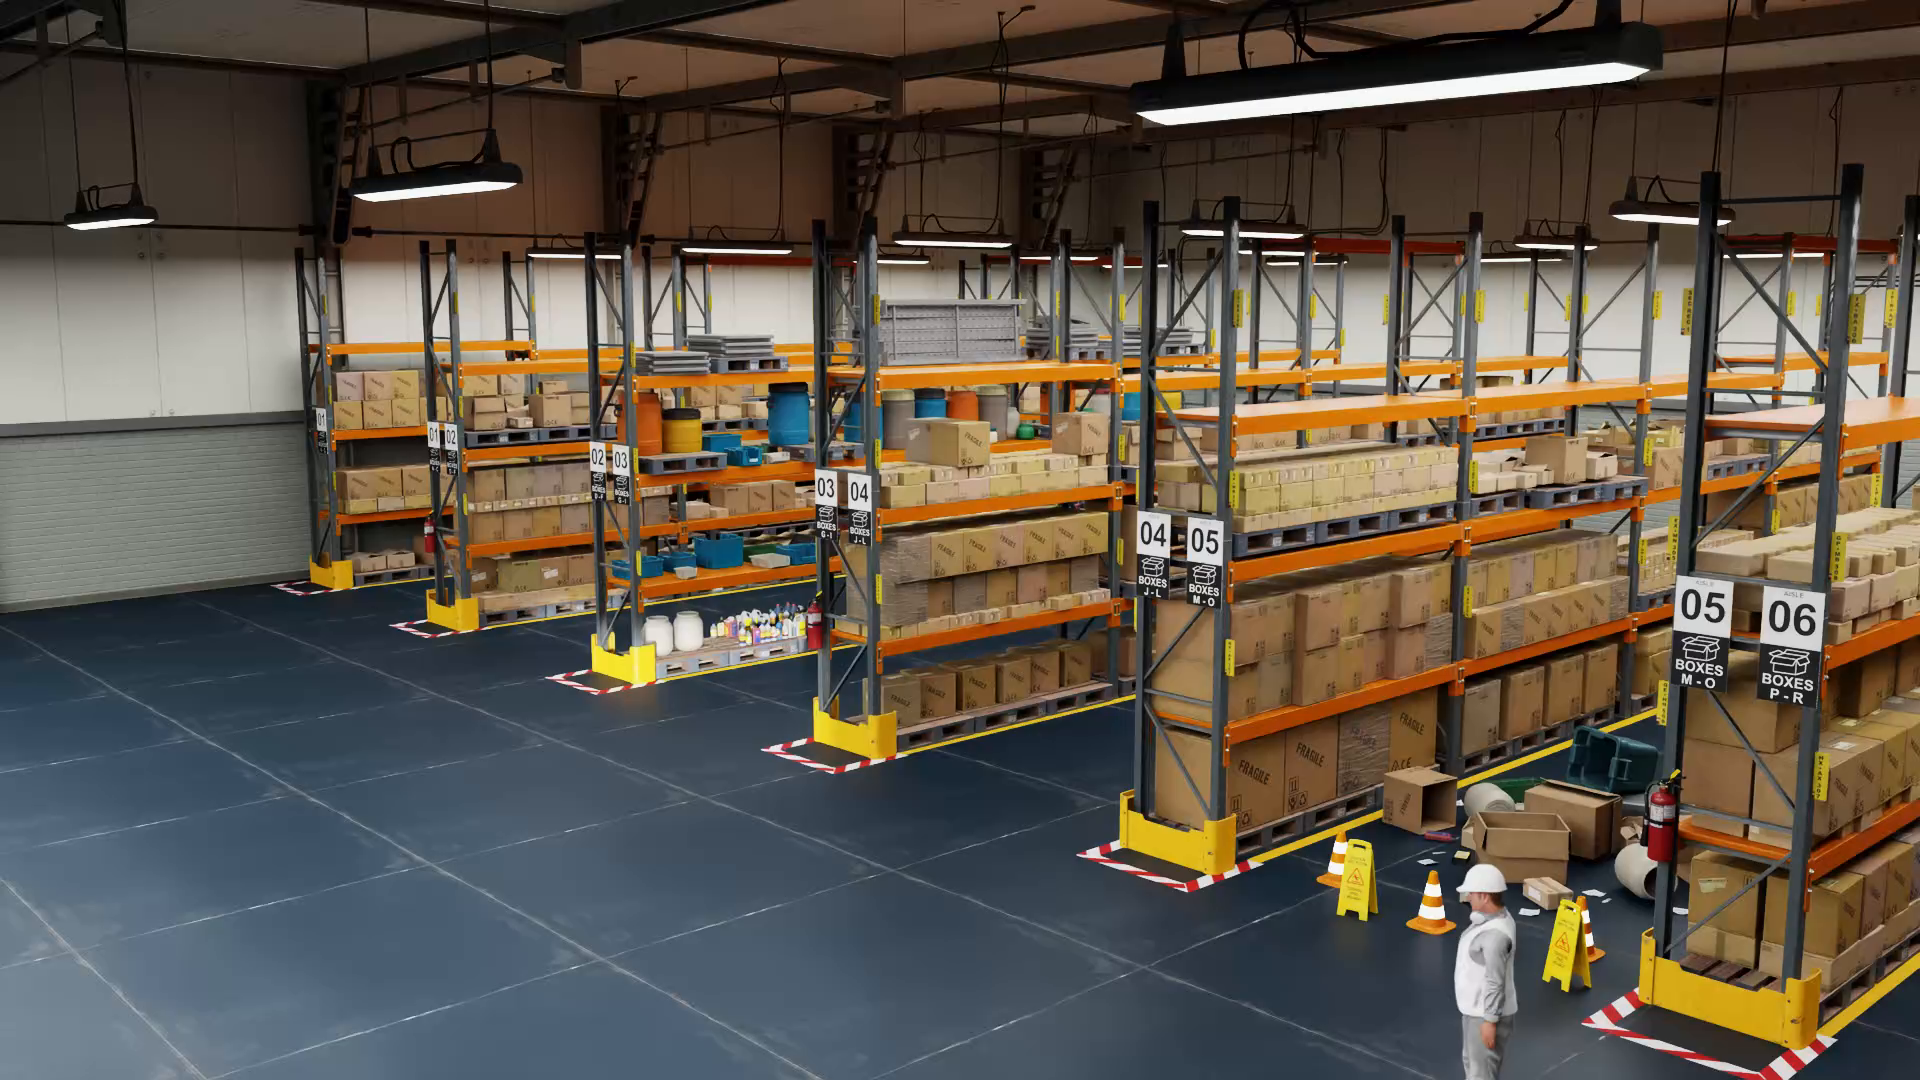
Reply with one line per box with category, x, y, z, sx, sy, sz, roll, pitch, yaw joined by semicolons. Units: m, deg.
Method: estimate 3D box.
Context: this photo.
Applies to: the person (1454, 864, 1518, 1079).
person;3.151;2.826;10.070;0.412;1.771;0.601;2;9;12
